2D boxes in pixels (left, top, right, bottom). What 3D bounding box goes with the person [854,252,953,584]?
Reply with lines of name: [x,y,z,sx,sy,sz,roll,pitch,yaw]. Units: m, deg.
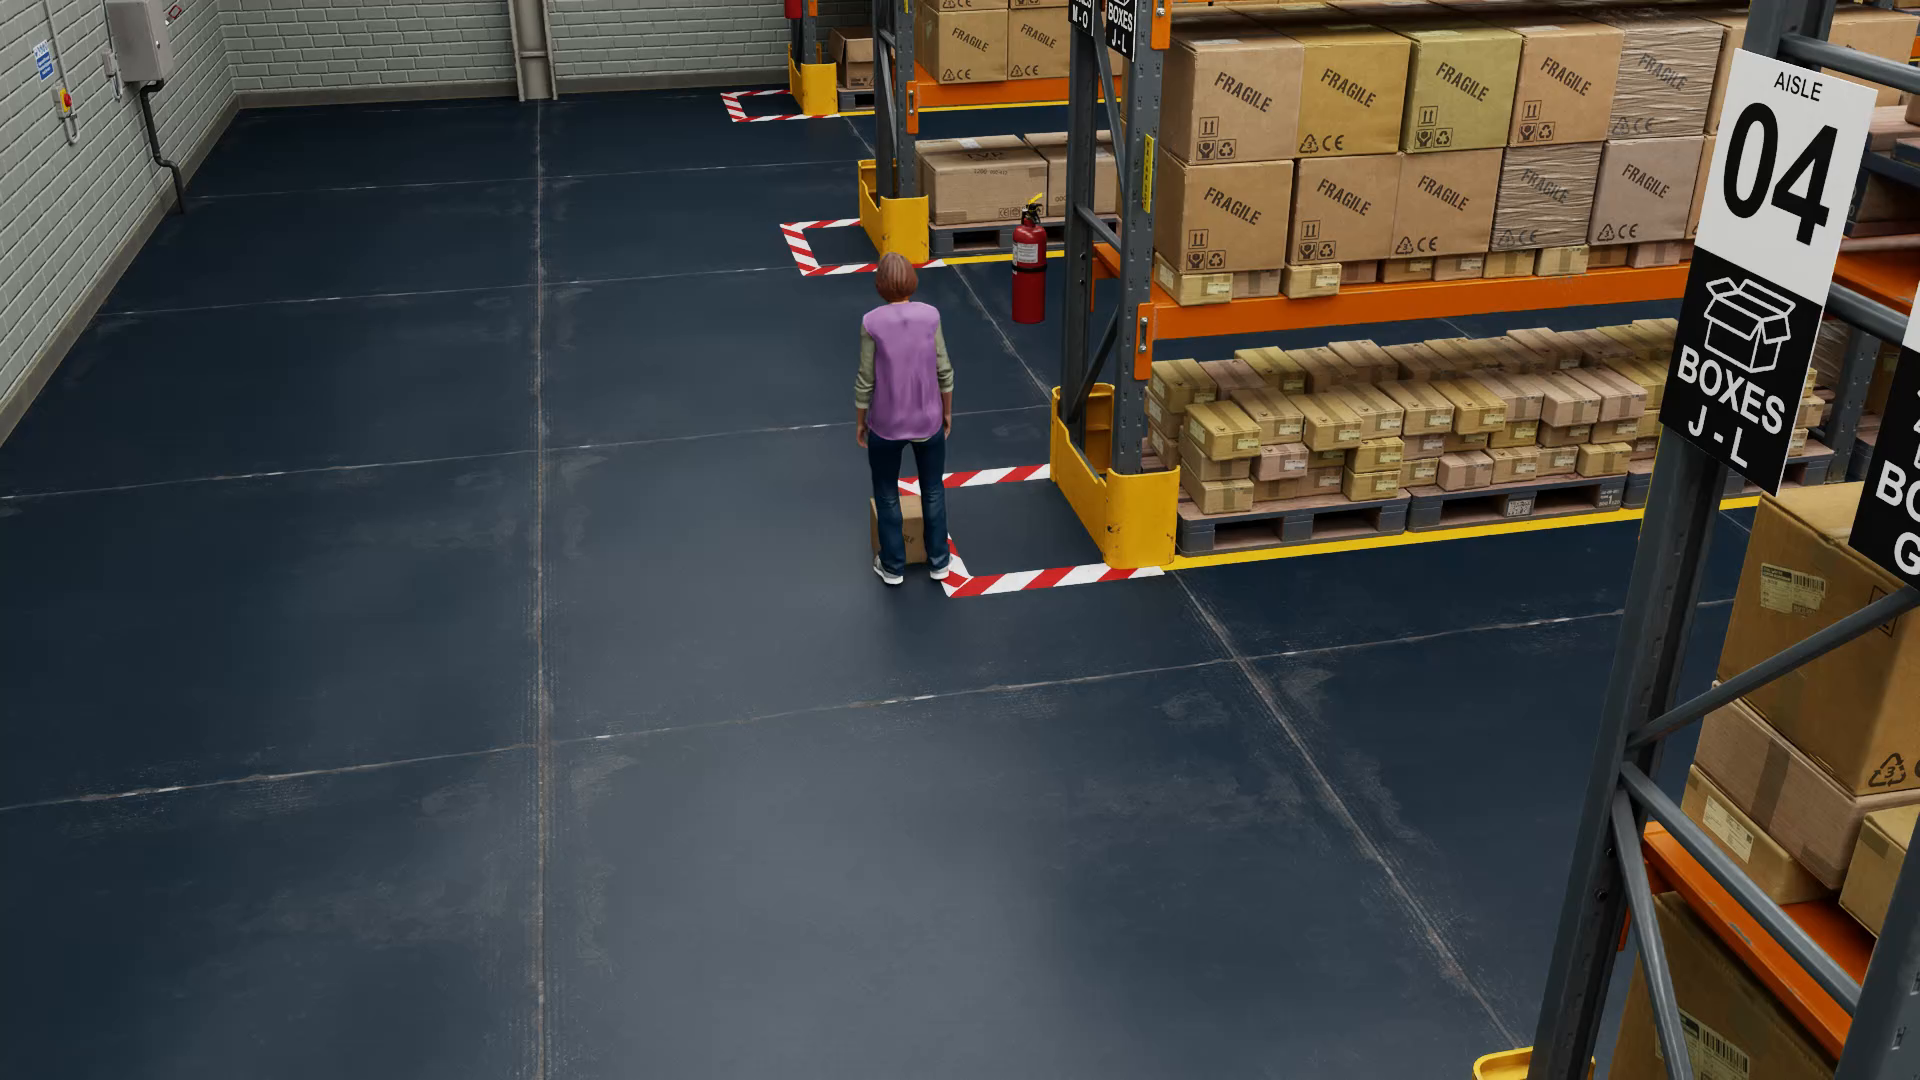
person: [-0.251,-0.536,7.677,0.478,1.591,0.345,-6,28,-11]
